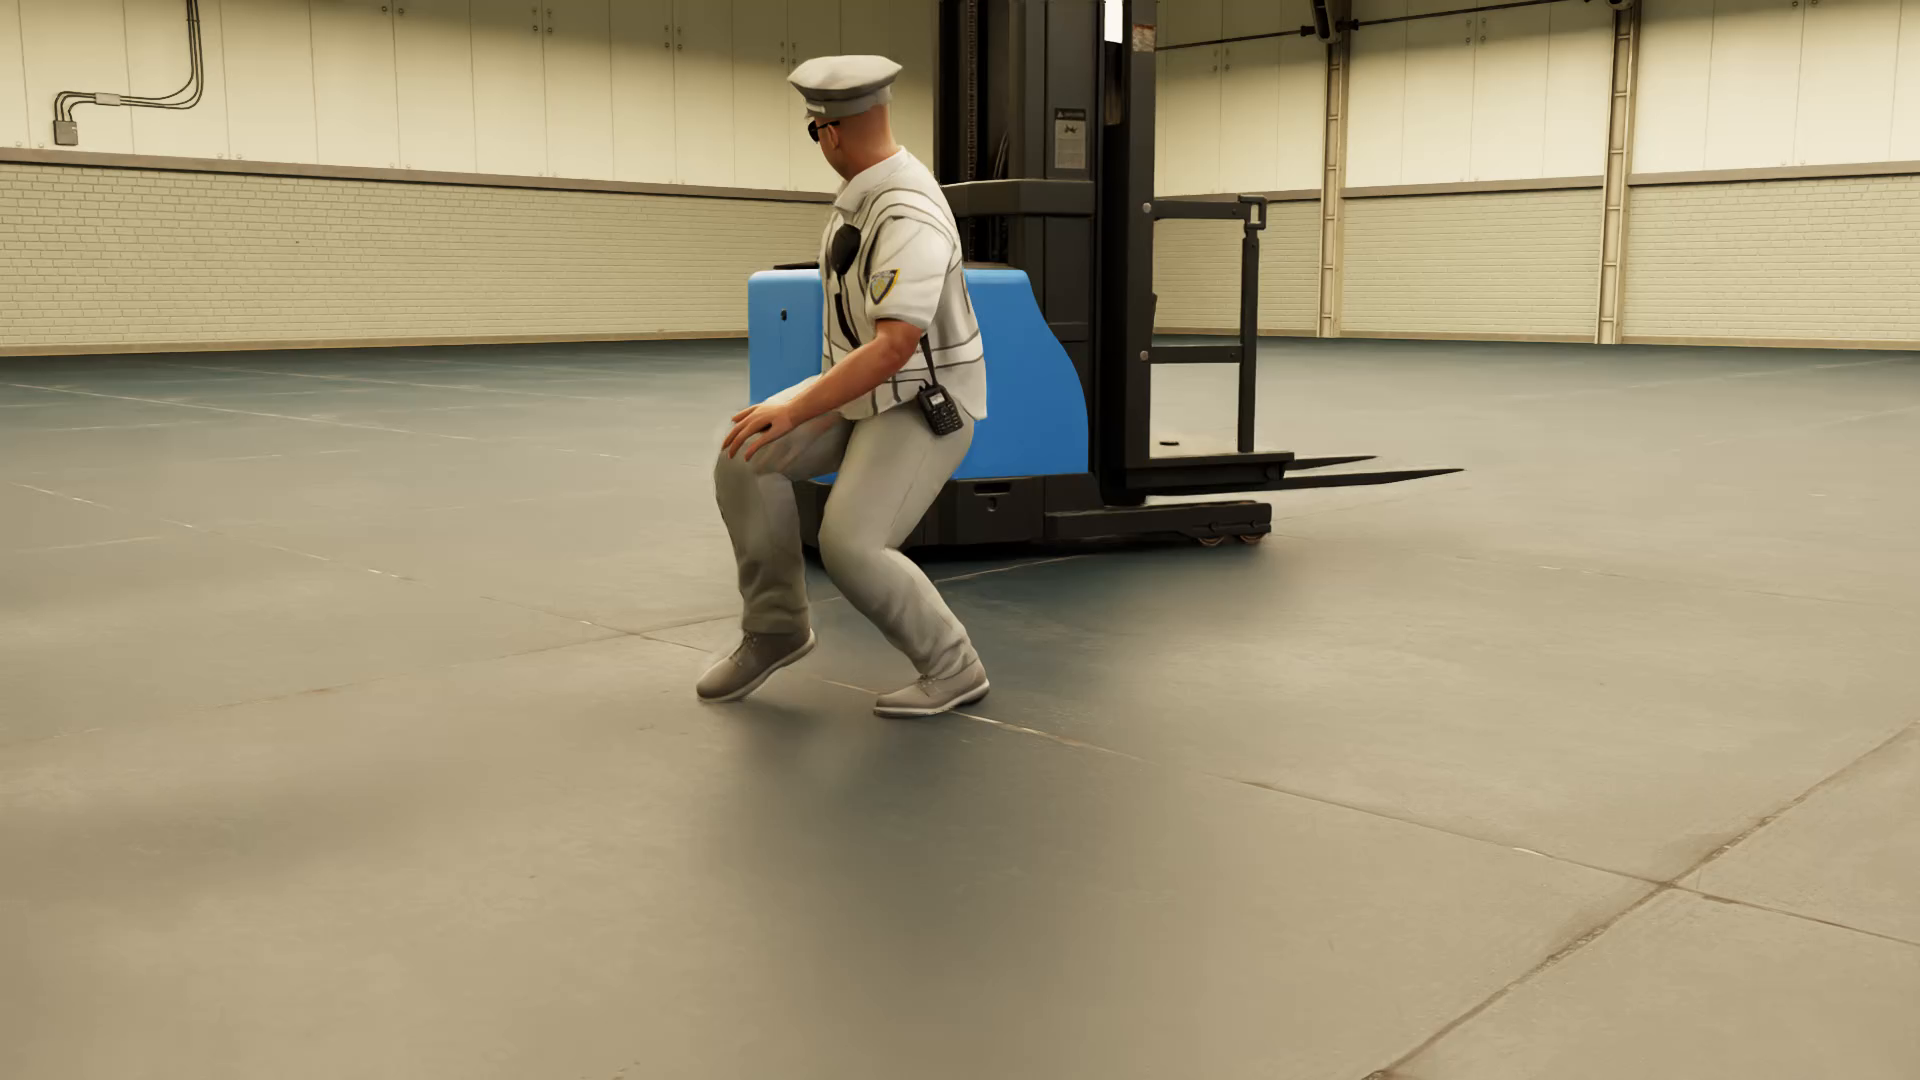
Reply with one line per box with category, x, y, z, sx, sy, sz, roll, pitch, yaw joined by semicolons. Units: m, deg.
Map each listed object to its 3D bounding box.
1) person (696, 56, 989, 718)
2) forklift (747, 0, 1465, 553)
person;-0.296;-0.354;4.030;0.760;1.539;0.774;-6;10;-33
forklift;0.696;-1.495;6.802;3.031;2.935;1.130;-4;9;-23
